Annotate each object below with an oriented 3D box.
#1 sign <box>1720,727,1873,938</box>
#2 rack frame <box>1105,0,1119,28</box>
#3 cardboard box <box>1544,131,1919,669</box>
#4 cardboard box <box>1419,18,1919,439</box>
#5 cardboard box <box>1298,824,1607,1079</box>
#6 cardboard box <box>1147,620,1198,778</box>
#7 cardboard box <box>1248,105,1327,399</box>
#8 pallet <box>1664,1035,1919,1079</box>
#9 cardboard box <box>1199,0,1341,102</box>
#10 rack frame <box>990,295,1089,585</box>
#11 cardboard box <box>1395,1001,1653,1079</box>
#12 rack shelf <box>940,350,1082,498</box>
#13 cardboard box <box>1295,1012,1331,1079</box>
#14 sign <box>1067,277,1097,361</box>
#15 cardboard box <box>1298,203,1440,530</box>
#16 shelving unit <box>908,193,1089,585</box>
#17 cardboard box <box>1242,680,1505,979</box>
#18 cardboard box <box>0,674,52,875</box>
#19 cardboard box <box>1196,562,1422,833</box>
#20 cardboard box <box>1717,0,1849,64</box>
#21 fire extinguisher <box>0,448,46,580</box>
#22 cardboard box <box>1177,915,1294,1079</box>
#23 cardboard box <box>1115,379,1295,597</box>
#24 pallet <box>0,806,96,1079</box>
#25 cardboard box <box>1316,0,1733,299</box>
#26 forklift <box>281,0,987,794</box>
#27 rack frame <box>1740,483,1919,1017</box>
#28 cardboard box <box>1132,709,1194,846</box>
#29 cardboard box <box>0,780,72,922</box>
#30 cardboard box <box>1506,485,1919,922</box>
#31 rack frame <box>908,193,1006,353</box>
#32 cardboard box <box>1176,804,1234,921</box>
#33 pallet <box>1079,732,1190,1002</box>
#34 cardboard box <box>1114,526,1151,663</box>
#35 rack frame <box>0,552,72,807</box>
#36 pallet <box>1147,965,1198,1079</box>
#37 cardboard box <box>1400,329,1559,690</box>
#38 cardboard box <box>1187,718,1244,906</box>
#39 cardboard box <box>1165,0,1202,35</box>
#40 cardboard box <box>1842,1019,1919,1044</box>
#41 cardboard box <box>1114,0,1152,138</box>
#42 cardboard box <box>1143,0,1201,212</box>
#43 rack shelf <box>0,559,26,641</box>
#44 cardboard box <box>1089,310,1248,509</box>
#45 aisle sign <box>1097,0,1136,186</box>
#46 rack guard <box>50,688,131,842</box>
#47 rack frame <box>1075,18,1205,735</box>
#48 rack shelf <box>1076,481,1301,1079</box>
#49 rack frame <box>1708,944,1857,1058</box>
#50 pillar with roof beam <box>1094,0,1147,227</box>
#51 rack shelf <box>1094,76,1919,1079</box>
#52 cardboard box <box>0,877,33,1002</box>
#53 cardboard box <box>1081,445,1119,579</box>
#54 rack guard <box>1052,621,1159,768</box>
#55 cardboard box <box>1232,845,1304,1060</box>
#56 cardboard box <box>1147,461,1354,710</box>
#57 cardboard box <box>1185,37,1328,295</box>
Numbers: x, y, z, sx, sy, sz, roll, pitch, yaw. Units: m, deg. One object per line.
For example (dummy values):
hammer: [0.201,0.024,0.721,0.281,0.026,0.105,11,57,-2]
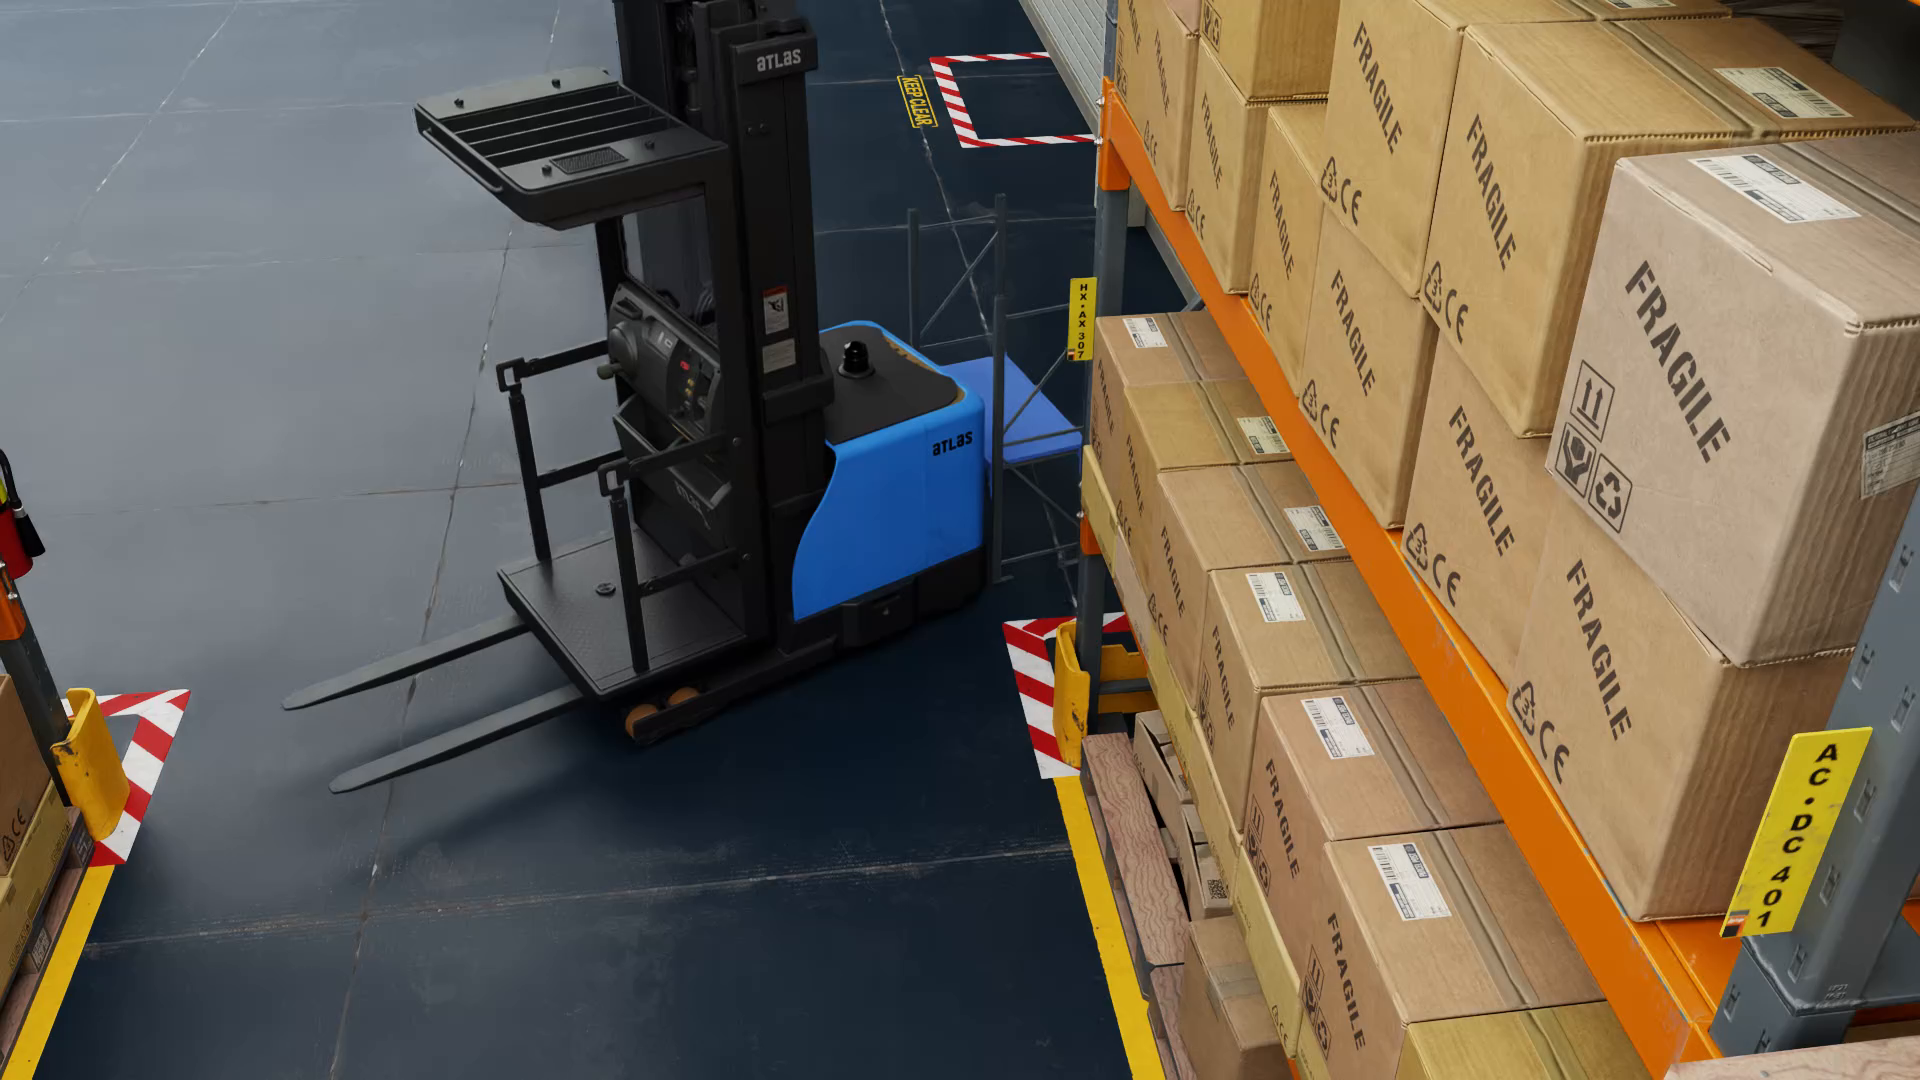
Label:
sign: [0.981,0.349,1.952,0.100,0.325,0.005,-4,35,-6]
rack frame: [0.979,-2.955,4.595,1.000,3.000,0.127,-4,35,-6]
cardboard box: [1.181,-0.205,2.229,0.500,0.500,0.500,-7,35,-10]
cardboard box: [1.097,-0.511,2.679,0.500,0.500,0.500,-3,34,-4]
cardboard box: [1.074,0.982,3.595,0.500,0.500,0.500,-5,35,-7]
cardboard box: [0.877,0.448,5.045,0.500,0.250,0.500,-5,35,-7]
cardboard box: [0.980,-0.670,3.799,0.500,0.500,0.500,-2,34,-3]
pallet: [1.495,0.947,1.700,1.213,0.211,1.003,-4,35,-6]
cardboard box: [0.888,-1.376,3.947,0.500,0.500,0.500,-3,34,-5]
rack frame: [0.381,-0.469,7.607,0.500,1.500,0.032,-13,36,-19]
cardboard box: [1.147,1.260,3.187,0.500,0.500,0.500,-4,35,-6]
rack shelf: [0.184,-0.585,8.095,0.538,0.185,1.000,-13,36,-19]
cardboard box: [1.094,1.290,3.809,0.500,0.250,0.500,-4,35,-6]
sign: [0.442,-0.792,5.980,0.100,0.325,0.005,-4,35,-6]
cardboard box: [1.037,-0.385,3.381,0.500,0.500,0.500,-6,35,-8]
shelving unit: [0.184,-0.733,7.994,0.538,1.500,1.048,-13,36,-19]
cardboard box: [1.017,0.700,4.009,0.500,0.500,0.500,-5,35,-8]
cardboard box: [-3.562,0.831,5.770,0.500,0.500,0.500,-4,35,-6]
cardboard box: [0.947,0.410,4.434,0.500,0.500,0.500,-3,34,-5]
cardboard box: [1.485,-1.095,3.536,0.500,0.500,0.500,-4,35,-6]
fire extinguisher: [-3.484,-0.167,5.901,0.296,0.674,0.183,-4,35,-6]
cardboard box: [1.109,1.500,5.215,0.700,0.500,0.500,-6,35,-9]
cardboard box: [0.802,-0.166,5.280,0.500,0.500,0.500,-4,35,-6]
pallet: [-3.785,1.477,5.894,1.003,0.211,1.213,-4,35,-6]
cardboard box: [1.016,-0.800,3.103,0.500,0.500,0.500,-6,35,-8]
forklift: [-1.375,-0.692,6.662,3.031,2.935,1.130,-22,40,-28]
rack frame: [1.517,-0.723,1.319,1.000,3.000,0.127,-4,35,-6]
cardboard box: [0.983,0.847,6.341,0.500,0.311,0.500,-8,35,-12]
cardboard box: [-3.564,1.141,5.980,0.500,0.250,0.500,-4,35,-6]
cardboard box: [1.204,0.203,2.518,0.500,0.500,0.500,-3,34,-5]
rack frame: [-0.013,-0.997,8.381,0.500,1.500,0.032,-13,36,-19]
cardboard box: [1.060,1.165,5.874,0.500,0.311,0.500,-2,34,-2]
pallet: [1.064,1.175,6.338,1.003,0.211,1.213,-4,35,-6]
cardboard box: [0.814,0.163,5.462,0.500,0.250,0.500,-5,35,-8]
rack frame: [-3.929,-0.098,5.731,1.000,3.000,0.127,-4,35,-6]
pallet: [1.225,1.854,5.341,1.003,0.211,1.213,-4,35,-6]
cardboard box: [1.149,-0.079,2.932,0.500,0.500,0.500,-7,35,-10]
cardboard box: [0.943,0.730,4.630,0.500,0.250,0.500,-4,34,-6]
cardboard box: [0.808,-1.661,4.365,0.500,0.500,0.500,-5,35,-7]
cardboard box: [1.661,1.222,3.242,0.500,0.500,0.500,-5,35,-7]
cardboard box: [0.777,-1.559,5.104,0.500,0.500,0.500,-4,34,-5]
cardboard box: [0.813,-1.257,4.660,0.500,0.500,0.500,-2,34,-3]
rack shelf: [-3.660,1.315,4.296,1.077,0.370,4.000,-4,35,-6]
cardboard box: [0.746,-0.443,5.685,0.500,0.500,0.500,-4,35,-6]
aisle sign: [0.672,-1.567,5.578,0.394,0.787,0.004,-4,35,-6]
rack guard: [-3.932,0.921,6.454,1.175,0.500,0.348,-4,35,-6]
rack frame: [0.979,-0.476,6.284,1.000,3.000,0.127,-4,35,-6]
rack shelf: [1.248,0.938,4.849,1.077,0.370,4.000,-4,35,-6]
rack frame: [1.517,1.757,3.009,1.000,3.000,0.127,-4,35,-6]
pillar with roof beam: [-3.142,-5.652,8.552,9.100,9.000,0.400,-4,35,-6]
rack shelf: [1.248,-0.302,4.004,1.077,0.370,4.000,-4,35,-6]
cardboard box: [-3.485,1.419,5.572,0.500,0.250,0.500,-4,35,-6]
cardboard box: [0.730,-0.126,5.886,0.500,0.250,0.500,-5,35,-8]
rack guard: [0.990,0.600,6.926,1.175,0.500,0.348,-4,35,-6]
cardboard box: [1.011,1.011,4.219,0.500,0.250,0.500,-5,35,-7]
cardboard box: [0.865,0.123,4.856,0.500,0.500,0.500,-5,35,-8]
cardboard box: [0.887,-0.967,4.236,0.500,0.500,0.500,-3,34,-4]
